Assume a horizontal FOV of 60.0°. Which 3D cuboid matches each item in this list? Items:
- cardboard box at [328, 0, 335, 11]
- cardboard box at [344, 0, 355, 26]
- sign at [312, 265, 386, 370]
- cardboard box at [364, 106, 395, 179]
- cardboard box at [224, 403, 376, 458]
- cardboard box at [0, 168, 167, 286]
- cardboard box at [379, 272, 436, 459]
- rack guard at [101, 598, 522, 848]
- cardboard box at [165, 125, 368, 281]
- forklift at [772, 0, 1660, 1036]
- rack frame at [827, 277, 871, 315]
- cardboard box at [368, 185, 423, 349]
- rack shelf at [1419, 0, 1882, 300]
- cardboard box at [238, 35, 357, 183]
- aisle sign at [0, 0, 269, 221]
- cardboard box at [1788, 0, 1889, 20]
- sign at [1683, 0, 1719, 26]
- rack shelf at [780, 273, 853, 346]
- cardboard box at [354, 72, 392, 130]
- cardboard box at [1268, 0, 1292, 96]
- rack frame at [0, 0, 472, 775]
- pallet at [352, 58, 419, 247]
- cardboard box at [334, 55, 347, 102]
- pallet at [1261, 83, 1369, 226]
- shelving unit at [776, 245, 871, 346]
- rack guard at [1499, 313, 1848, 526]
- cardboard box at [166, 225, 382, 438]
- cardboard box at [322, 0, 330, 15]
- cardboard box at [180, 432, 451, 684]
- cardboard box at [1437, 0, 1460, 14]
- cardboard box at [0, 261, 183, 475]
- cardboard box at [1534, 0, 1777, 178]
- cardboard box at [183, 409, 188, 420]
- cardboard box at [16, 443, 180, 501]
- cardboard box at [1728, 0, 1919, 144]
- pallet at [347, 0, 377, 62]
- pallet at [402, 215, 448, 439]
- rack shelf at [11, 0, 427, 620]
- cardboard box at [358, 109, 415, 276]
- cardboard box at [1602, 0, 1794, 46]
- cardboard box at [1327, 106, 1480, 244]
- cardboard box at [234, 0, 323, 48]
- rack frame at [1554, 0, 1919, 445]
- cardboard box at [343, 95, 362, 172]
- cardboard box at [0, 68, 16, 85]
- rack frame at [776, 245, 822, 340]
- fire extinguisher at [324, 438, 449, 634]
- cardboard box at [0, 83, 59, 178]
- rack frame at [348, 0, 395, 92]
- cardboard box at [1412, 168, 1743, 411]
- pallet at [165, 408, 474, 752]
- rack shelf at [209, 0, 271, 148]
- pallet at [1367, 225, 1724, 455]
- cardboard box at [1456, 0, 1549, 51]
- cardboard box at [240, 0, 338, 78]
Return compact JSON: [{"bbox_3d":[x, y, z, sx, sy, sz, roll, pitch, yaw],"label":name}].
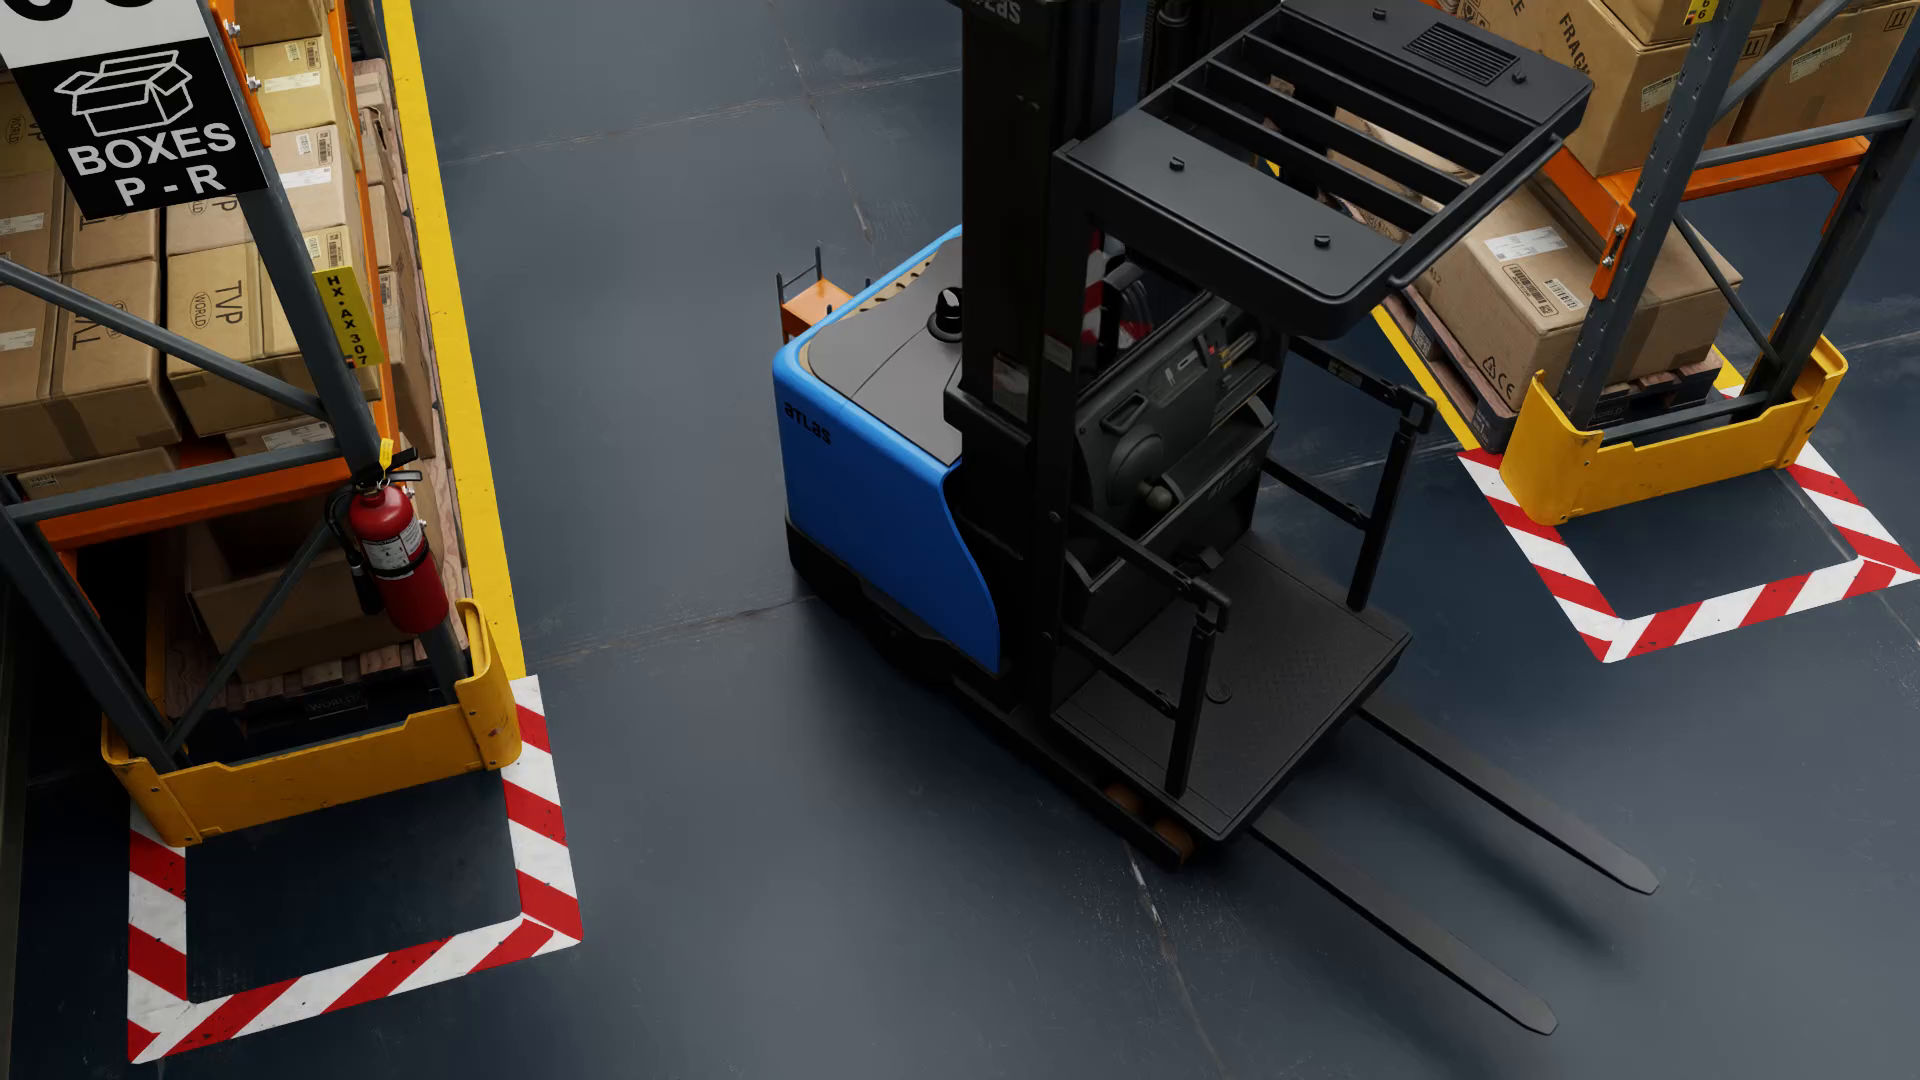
[{"bbox_3d":[-2.554,-2.073,6.200,0.380,0.149,0.250,-14,51,-12],"label":"cardboard box"},{"bbox_3d":[-3.170,-2.811,8.018,0.500,0.500,0.500,-11,51,-9],"label":"cardboard box"},{"bbox_3d":[-1.540,-0.557,4.192,0.100,0.325,0.005,-13,51,-11],"label":"sign"},{"bbox_3d":[-2.691,-1.730,7.260,0.396,0.266,0.258,-12,51,-10],"label":"cardboard box"},{"bbox_3d":[-1.894,-0.377,4.770,0.380,0.149,0.250,-14,51,-11],"label":"cardboard box"},{"bbox_3d":[-2.599,-0.856,4.913,0.500,0.250,0.500,-13,51,-11],"label":"cardboard box"},{"bbox_3d":[-2.365,-0.586,6.143,0.700,0.500,0.500,-11,51,-9],"label":"cardboard box"},{"bbox_3d":[-2.081,0.595,5.422,1.175,0.500,0.348,-13,51,-11],"label":"rack guard"},{"bbox_3d":[-2.085,-0.963,5.004,0.500,0.250,0.500,-13,51,-11],"label":"cardboard box"},{"bbox_3d":[0.800,-0.351,4.629,3.031,2.935,1.130,35,58,26],"label":"forklift"},{"bbox_3d":[-0.374,-0.493,5.979,0.008,1.050,0.200,35,58,26],"label":"rack frame"},{"bbox_3d":[-2.425,-0.995,6.487,0.500,0.500,0.500,-12,51,-10],"label":"cardboard box"},{"bbox_3d":[2.091,-2.509,6.874,1.077,0.370,4.000,-13,51,-11],"label":"rack shelf"},{"bbox_3d":[-2.238,-1.333,5.315,0.500,0.250,0.500,-14,51,-12],"label":"cardboard box"},{"bbox_3d":[-1.758,-1.010,3.439,0.394,0.787,0.004,-13,51,-11],"label":"aisle sign"},{"bbox_3d":[2.812,-2.050,5.297,0.500,0.500,0.500,-14,51,-12],"label":"cardboard box"},{"bbox_3d":[2.160,-1.617,4.739,0.100,0.325,0.005,-13,51,-11],"label":"sign"},{"bbox_3d":[-0.463,-0.732,5.823,0.240,0.259,0.215,35,58,26],"label":"rack shelf"},{"bbox_3d":[-2.796,-1.953,7.524,0.380,0.149,0.250,-15,51,-12],"label":"cardboard box"},{"bbox_3d":[1.848,-2.375,7.691,0.875,0.438,0.875,-15,51,-12],"label":"cardboard box"},{"bbox_3d":[-2.059,-0.155,4.419,1.000,3.000,0.127,-13,51,-11],"label":"rack frame"},{"bbox_3d":[-3.039,-1.676,7.525,1.003,0.211,1.213,-13,51,-11],"label":"pallet"},{"bbox_3d":[-2.325,-1.516,5.731,0.380,0.149,0.250,-12,51,-10],"label":"cardboard box"},{"bbox_3d":[2.014,-1.837,7.661,1.003,0.211,1.213,-13,51,-11],"label":"pallet"},{"bbox_3d":[-0.463,-0.556,6.032,0.252,1.050,0.215,35,58,26],"label":"shelving unit"},{"bbox_3d":[2.689,-0.457,6.308,1.175,0.500,0.348,-13,51,-11],"label":"rack guard"},{"bbox_3d":[-1.935,-0.595,4.693,0.500,0.250,0.500,-13,51,-11],"label":"cardboard box"},{"bbox_3d":[-2.561,-2.078,5.943,0.500,0.250,0.500,-14,51,-11],"label":"cardboard box"},{"bbox_3d":[-2.149,0.046,5.608,0.797,0.503,0.637,-15,52,-12],"label":"cardboard box"},{"bbox_3d":[1.991,-2.349,6.203,0.500,0.500,0.500,-12,51,-10],"label":"cardboard box"},{"bbox_3d":[-2.448,-0.479,4.595,0.500,0.250,0.500,-12,51,-10],"label":"cardboard box"},{"bbox_3d":[2.287,-1.605,5.576,0.500,0.500,0.500,-13,51,-11],"label":"cardboard box"},{"bbox_3d":[-2.429,-0.455,4.836,0.380,0.149,0.250,-12,51,-10],"label":"cardboard box"},{"bbox_3d":[-2.413,-0.256,4.668,0.380,0.149,0.250,-14,51,-11],"label":"cardboard box"},{"bbox_3d":[2.814,-1.728,5.680,0.500,0.500,0.500,-14,51,-11],"label":"cardboard box"},{"bbox_3d":[-3.518,-2.764,8.442,1.003,0.211,1.213,-13,51,-11],"label":"pallet"},{"bbox_3d":[-2.675,-0.784,6.773,1.003,0.211,1.213,-13,51,-11],"label":"pallet"},{"bbox_3d":[-2.650,-1.384,5.926,1.077,0.370,4.000,-13,51,-11],"label":"rack shelf"},{"bbox_3d":[-2.672,-1.345,6.782,0.700,0.500,0.500,-15,52,-12],"label":"cardboard box"},{"bbox_3d":[2.312,-1.933,5.198,0.500,0.500,0.500,-12,51,-10],"label":"cardboard box"},{"bbox_3d":[2.113,-1.716,7.136,0.875,0.438,0.875,-12,51,-10],"label":"cardboard box"},{"bbox_3d":[-2.379,-1.932,5.330,0.500,0.500,0.500,-12,51,-10],"label":"cardboard box"},{"bbox_3d":[2.682,-1.280,5.368,1.000,3.000,0.127,-13,51,-11],"label":"rack frame"},{"bbox_3d":[-2.227,-1.329,5.573,0.380,0.149,0.250,-15,51,-12],"label":"cardboard box"},{"bbox_3d":[-2.896,-1.600,5.541,0.500,0.250,0.500,-13,51,-11],"label":"cardboard box"},{"bbox_3d":[-0.553,-0.619,6.086,0.008,1.050,0.200,35,58,26],"label":"rack frame"},{"bbox_3d":[-1.574,-0.007,4.589,0.296,0.674,0.183,-13,51,-11],"label":"fire extinguisher"},{"bbox_3d":[-2.741,-1.218,5.219,0.500,0.250,0.500,-12,51,-10],"label":"cardboard box"},{"bbox_3d":[-3.241,-3.077,6.882,1.000,3.000,0.127,-13,51,-11],"label":"rack frame"},{"bbox_3d":[2.391,-1.049,6.574,0.875,0.438,0.875,-15,51,-12],"label":"cardboard box"},{"bbox_3d":[-2.318,0.106,6.023,1.003,0.211,1.213,-13,51,-11],"label":"pallet"},{"bbox_3d":[-2.650,-2.351,4.779,1.077,0.370,4.000,-13,51,-11],"label":"rack shelf"},{"bbox_3d":[2.371,-0.948,6.911,1.003,0.211,1.213,-13,51,-11],"label":"pallet"},{"bbox_3d":[2.152,-1.975,5.888,0.500,0.500,0.500,-14,51,-12],"label":"cardboard box"},{"bbox_3d":[-2.409,-1.702,5.626,0.500,0.250,0.500,-15,51,-12],"label":"cardboard box"}]
